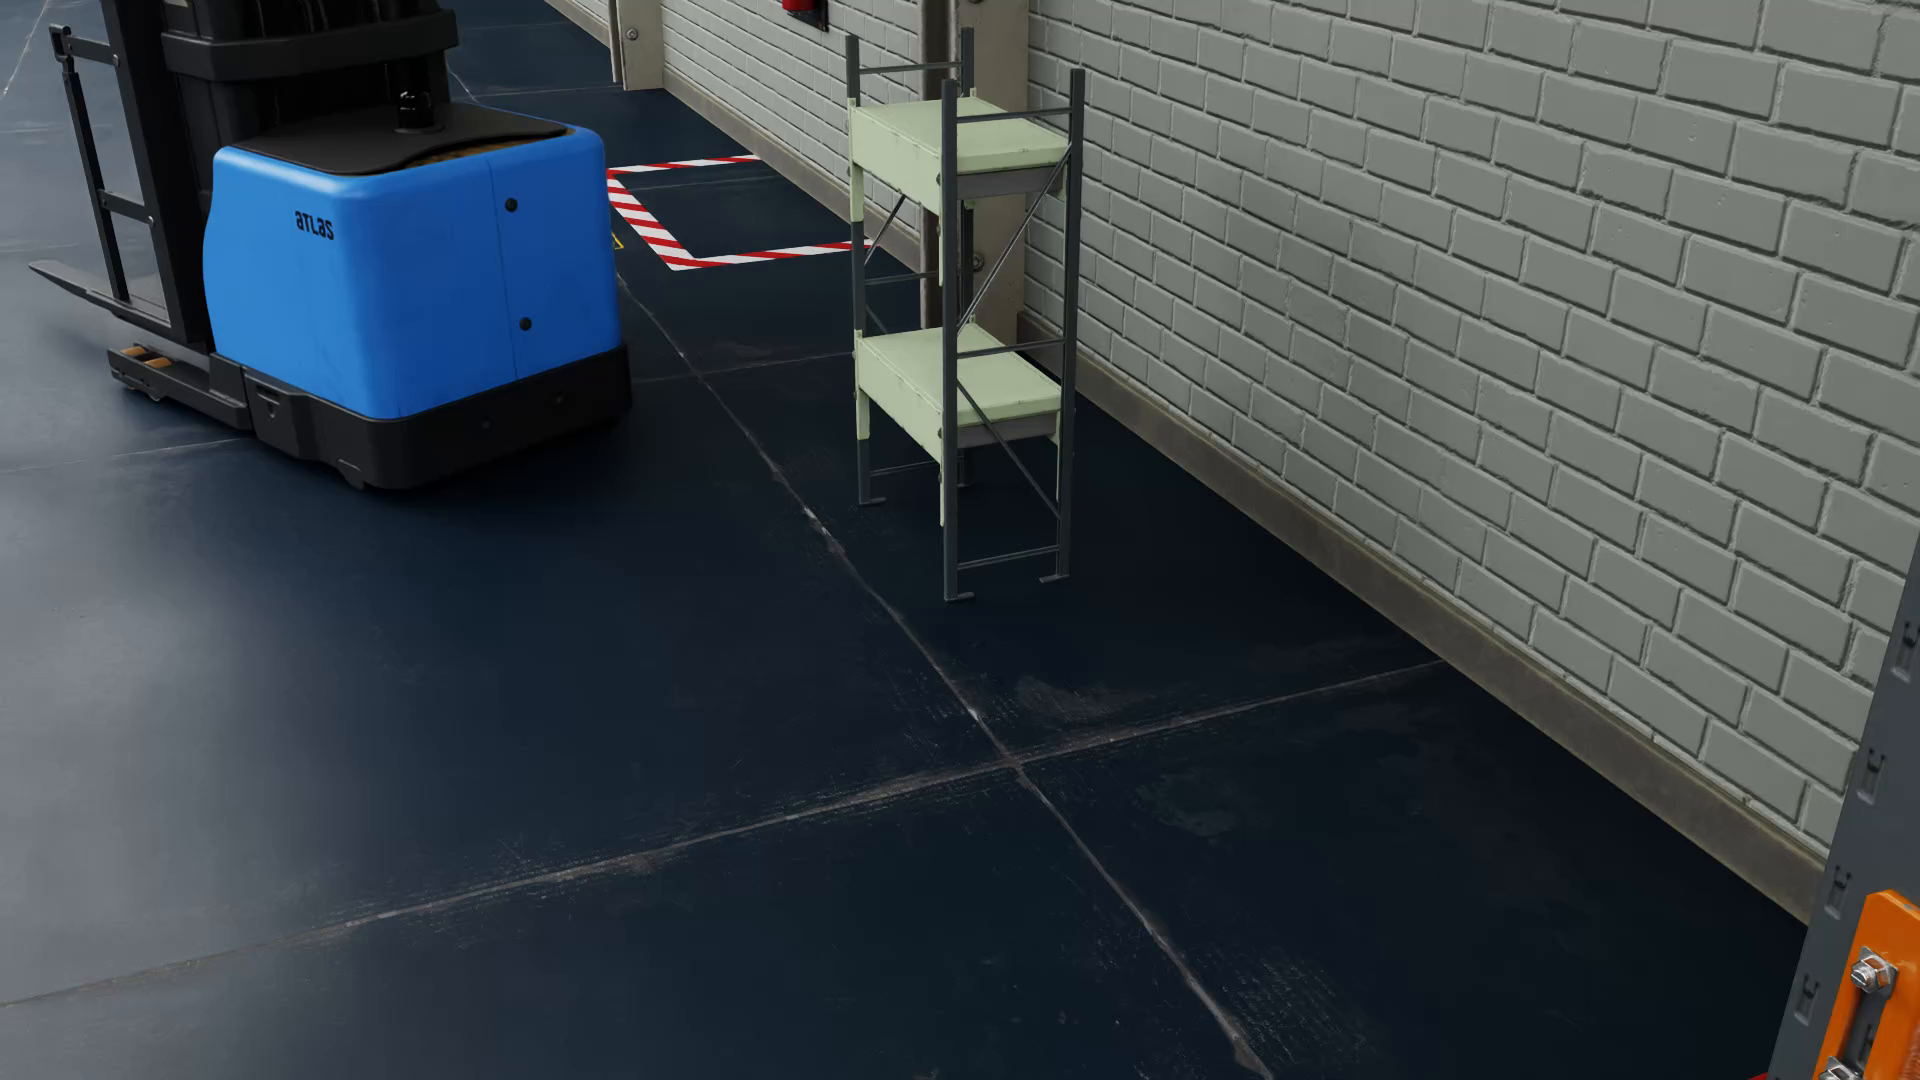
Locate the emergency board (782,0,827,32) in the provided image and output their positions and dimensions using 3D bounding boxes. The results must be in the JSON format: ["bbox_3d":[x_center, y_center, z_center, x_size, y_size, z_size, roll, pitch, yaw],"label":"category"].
[{"bbox_3d":[-0.884,-3.213,8.412,0.194,1.169,0.643,-11,28,-21],"label":"emergency board"}]

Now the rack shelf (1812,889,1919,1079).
[{"bbox_3d":[2.112,1.210,0.173,1.077,0.370,4.000,-11,28,-21],"label":"rack shelf"}]

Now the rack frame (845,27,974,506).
[{"bbox_3d":[-0.146,-0.824,5.229,0.400,1.500,0.023,-11,28,-21],"label":"rack frame"}]

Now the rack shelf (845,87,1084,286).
[{"bbox_3d":[-0.003,-1.027,4.755,0.431,0.370,0.720,-11,28,-21],"label":"rack shelf"}]

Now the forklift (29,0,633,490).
[{"bbox_3d":[-2.656,-2.000,6.006,3.031,2.935,1.130,20,32,35],"label":"forklift"}]

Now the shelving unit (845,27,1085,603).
[{"bbox_3d":[-0.003,-0.677,4.926,0.431,1.500,0.755,-11,28,-21],"label":"shelving unit"}]

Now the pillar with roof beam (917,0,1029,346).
[{"bbox_3d":[-3.912,-4.165,3.524,9.100,9.000,0.400,-11,28,-21],"label":"pillar with roof beam"}]

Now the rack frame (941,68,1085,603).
[{"bbox_3d":[0.141,-0.529,4.624,0.400,1.500,0.023,-11,28,-21],"label":"rack frame"}]

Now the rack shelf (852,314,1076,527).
[{"bbox_3d":[-0.003,-0.384,5.069,0.431,0.370,0.720,-11,28,-21],"label":"rack shelf"}]

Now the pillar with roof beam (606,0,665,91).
[{"bbox_3d":[-6.262,-6.587,8.485,9.100,9.000,0.400,-11,28,-21],"label":"pillar with roof beam"}]
